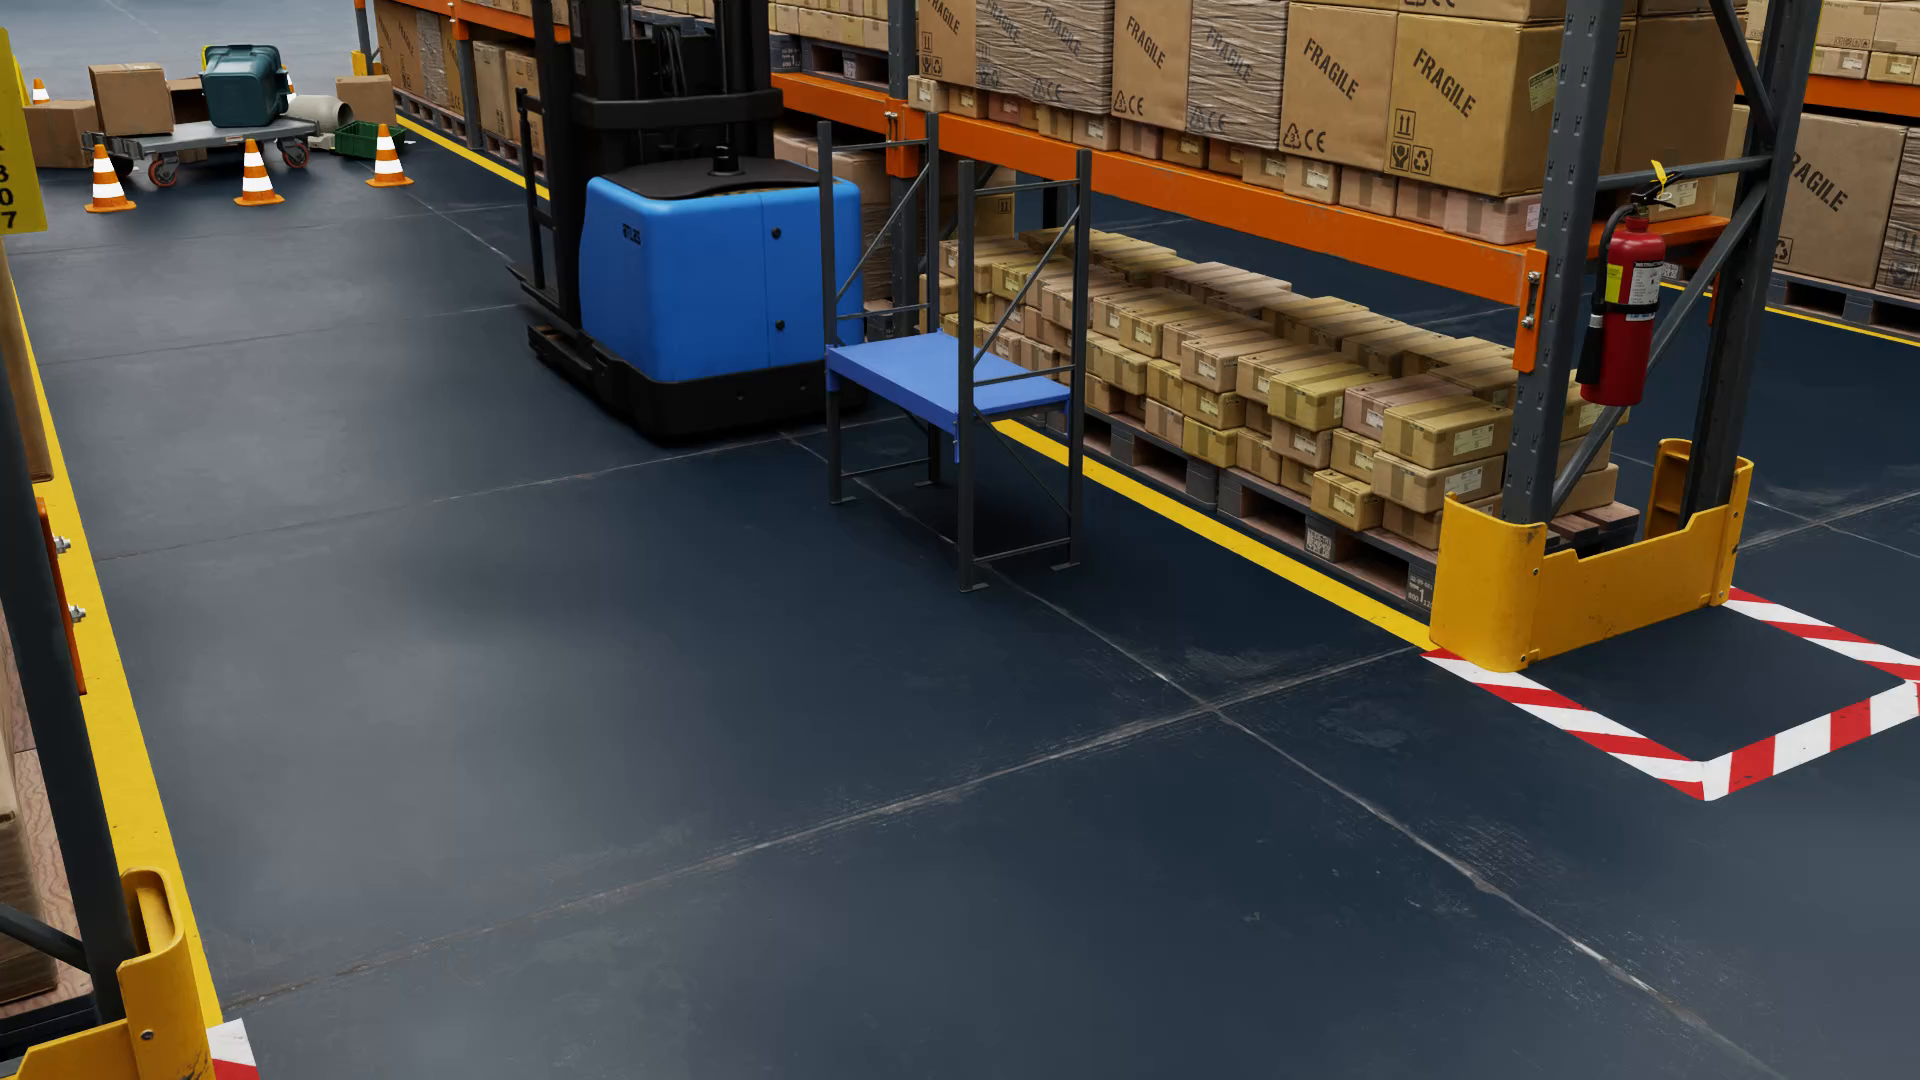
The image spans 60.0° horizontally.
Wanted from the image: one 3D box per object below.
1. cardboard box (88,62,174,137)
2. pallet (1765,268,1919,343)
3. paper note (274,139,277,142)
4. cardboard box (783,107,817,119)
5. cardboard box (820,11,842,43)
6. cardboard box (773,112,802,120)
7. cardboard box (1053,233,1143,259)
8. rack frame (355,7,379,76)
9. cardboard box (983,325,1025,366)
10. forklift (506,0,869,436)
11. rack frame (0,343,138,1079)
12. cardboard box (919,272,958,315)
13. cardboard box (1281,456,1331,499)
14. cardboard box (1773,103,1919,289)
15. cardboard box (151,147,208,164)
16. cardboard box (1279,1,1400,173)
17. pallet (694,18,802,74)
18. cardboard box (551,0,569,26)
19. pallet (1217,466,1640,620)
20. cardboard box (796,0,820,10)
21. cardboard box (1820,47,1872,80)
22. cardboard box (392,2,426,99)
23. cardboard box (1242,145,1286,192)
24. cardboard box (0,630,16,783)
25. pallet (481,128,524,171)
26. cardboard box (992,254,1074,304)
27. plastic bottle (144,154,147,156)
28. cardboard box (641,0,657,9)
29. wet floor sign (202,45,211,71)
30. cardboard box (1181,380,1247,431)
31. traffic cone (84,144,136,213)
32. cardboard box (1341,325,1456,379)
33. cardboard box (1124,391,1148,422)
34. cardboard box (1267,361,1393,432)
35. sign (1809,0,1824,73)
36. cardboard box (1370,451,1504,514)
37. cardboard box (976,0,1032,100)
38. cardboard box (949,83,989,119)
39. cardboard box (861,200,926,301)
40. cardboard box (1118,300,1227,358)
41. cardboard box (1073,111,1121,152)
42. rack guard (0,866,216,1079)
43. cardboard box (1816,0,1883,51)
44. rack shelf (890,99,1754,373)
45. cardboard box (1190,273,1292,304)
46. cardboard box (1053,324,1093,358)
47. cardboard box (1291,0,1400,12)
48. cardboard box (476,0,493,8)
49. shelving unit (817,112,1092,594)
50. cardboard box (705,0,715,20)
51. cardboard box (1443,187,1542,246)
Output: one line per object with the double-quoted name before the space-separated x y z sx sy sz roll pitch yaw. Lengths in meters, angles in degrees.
"cardboard box" -6.662 -3.546 13.366 0.500 0.500 0.500 -13 25 -28
"pallet" 5.378 -1.369 9.399 1.003 0.211 1.213 -13 25 -28
"paper note" -6.240 -3.694 15.371 0.172 0.023 0.155 -4 22 -10
"cardboard box" -0.841 -2.575 10.429 0.500 0.250 0.500 -12 25 -27
"cardboard box" -0.518 -2.730 8.820 0.380 0.149 0.250 -13 25 -28
"cardboard box" -1.285 -2.478 10.191 0.500 0.250 0.500 -12 25 -28
"cardboard box" 0.684 -1.405 8.224 0.380 0.149 0.250 -12 25 -28
"rack frame" -6.016 -6.281 17.780 1.000 3.000 0.127 -13 25 -28
"cardboard box" 0.331 -0.934 7.853 0.380 0.149 0.250 -13 25 -28
"forklift" -1.591 -2.323 8.133 1.130 2.935 3.031 -12 25 -27
"rack frame" -2.050 -0.116 2.613 0.949 2.616 0.053 -13 25 -28
"cardboard box" 0.024 -1.229 8.185 0.380 0.149 0.250 -11 25 -26
"cardboard box" 1.429 -0.271 6.224 0.380 0.149 0.250 -13 25 -28
"cardboard box" 5.157 -2.007 9.530 0.875 0.875 0.875 -13 25 -28
"cardboard box" -6.748 -3.411 14.351 0.396 0.266 0.258 8 23 18
"cardboard box" 1.447 -1.549 5.611 0.500 0.500 0.500 -13 26 -29
"pallet" -0.883 -2.969 9.888 1.003 0.211 1.213 -13 25 -28
"cardboard box" -2.644 -3.993 12.019 0.500 0.500 0.500 -13 25 -28
"pallet" 1.733 -0.104 6.287 1.003 0.211 1.213 -13 25 -28
"cardboard box" -0.663 -2.957 8.983 0.380 0.149 0.250 -14 26 -30
"cardboard box" 4.957 -2.622 9.112 0.380 0.149 0.250 -12 25 -28
"cardboard box" -5.162 -5.000 16.892 0.875 0.875 0.875 -13 26 -29
"cardboard box" 1.252 -1.371 6.035 0.380 0.149 0.250 -14 26 -31
"cardboard box" -2.945 0.387 4.221 0.875 0.438 0.875 -12 25 -27
"pallet" -3.514 -3.459 14.541 1.003 0.211 1.213 -13 25 -28
"cardboard box" 0.373 -1.221 7.771 0.380 0.149 0.250 -13 25 -29
"plastic bottle" -7.224 -3.418 14.640 0.133 0.061 0.283 -8 23 -19
"cardboard box" -1.875 -3.586 10.925 0.380 0.149 0.250 -13 25 -29
"wet floor sign" -7.733 -4.819 17.309 0.267 0.644 0.232 -18 28 -37
"cardboard box" 1.099 -0.562 6.544 0.380 0.149 0.250 -12 25 -27
"traffic cone" -6.340 -2.694 12.324 0.336 0.463 0.334 -13 25 -28
"cardboard box" 1.721 -0.722 6.543 0.380 0.149 0.250 -14 26 -31
"cardboard box" 0.921 -0.608 7.052 0.380 0.149 0.250 -12 25 -27
"cardboard box" 1.348 -0.525 6.058 0.380 0.149 0.250 -13 26 -29
"sign" 2.623 -1.607 5.131 0.100 0.325 0.005 -13 25 -28
"cardboard box" 1.642 -0.229 5.724 0.380 0.149 0.250 -13 26 -30
"cardboard box" 0.409 -2.213 7.244 0.500 0.500 0.500 -13 25 -28
"cardboard box" 0.173 -2.056 7.719 0.380 0.149 0.250 -12 25 -27
"cardboard box" -0.481 -1.624 9.085 0.500 0.500 0.500 -13 26 -29
"cardboard box" 0.888 -0.883 6.940 0.380 0.149 0.250 -12 25 -28
"cardboard box" 0.691 -1.708 6.864 0.380 0.149 0.250 -11 25 -26
"rack guard" -2.035 1.049 3.066 1.175 0.500 0.348 -13 25 -28
"cardboard box" 4.963 -2.855 9.156 0.500 0.250 0.500 -12 25 -27
"rack shelf" 1.135 -1.415 6.766 1.077 0.370 4.000 -13 25 -28
"cardboard box" 1.249 -1.072 7.405 0.380 0.149 0.250 -14 26 -30
"cardboard box" 0.641 -0.911 7.402 0.380 0.149 0.250 -11 25 -26
"cardboard box" 1.450 -2.013 5.425 0.500 0.500 0.500 -14 26 -30
"cardboard box" -3.677 -4.647 13.628 0.500 0.500 0.500 -12 25 -28
"shelving unit" -0.044 -0.722 6.097 0.538 1.500 1.048 -13 25 -28
"cardboard box" -1.322 -3.239 10.072 0.380 0.149 0.250 -12 25 -27
"cardboard box" 1.747 -1.036 5.211 0.380 0.149 0.250 -13 25 -28
